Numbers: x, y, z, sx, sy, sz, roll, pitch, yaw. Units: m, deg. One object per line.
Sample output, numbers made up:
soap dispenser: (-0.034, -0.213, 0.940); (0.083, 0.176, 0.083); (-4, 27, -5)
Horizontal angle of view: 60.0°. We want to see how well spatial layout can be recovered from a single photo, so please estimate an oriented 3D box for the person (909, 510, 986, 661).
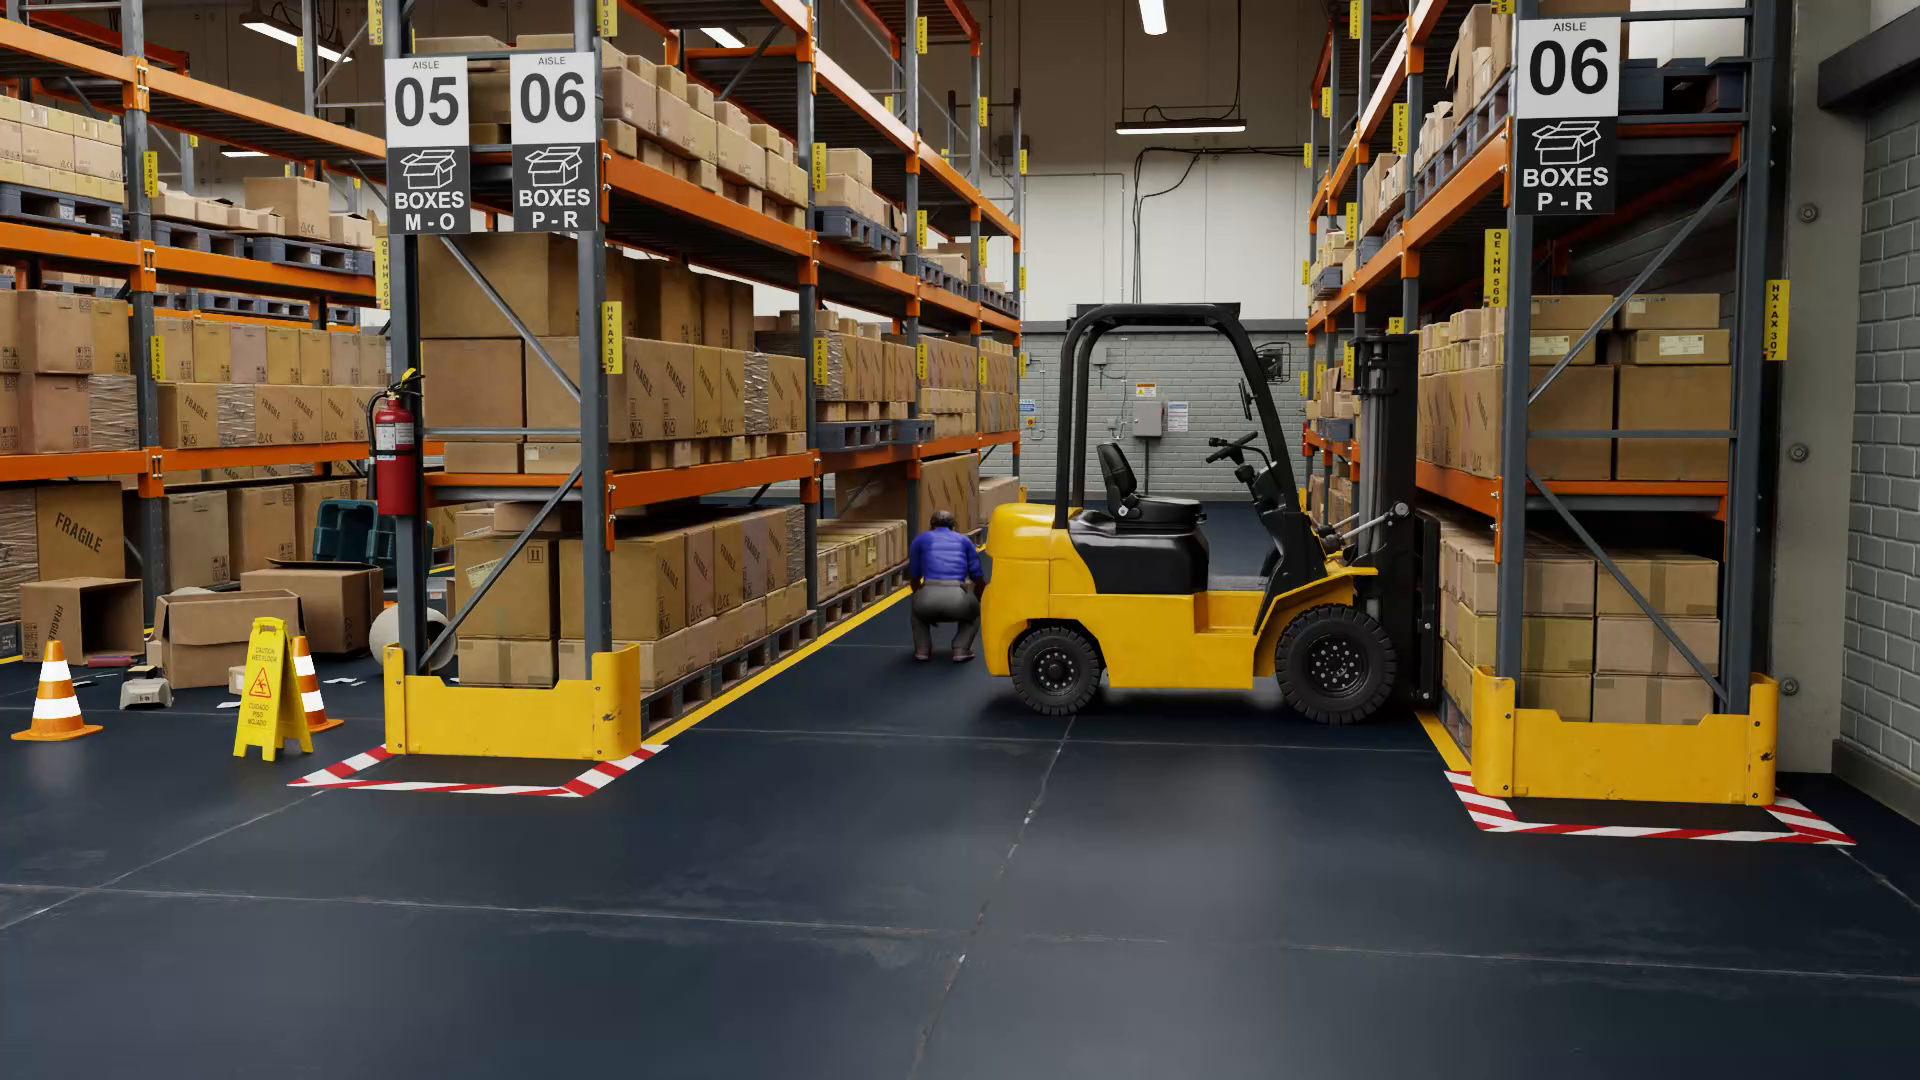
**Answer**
person: (-0.094, 0.315, 10.798); (0.513, 0.910, 0.759); (1, 5, 7)
